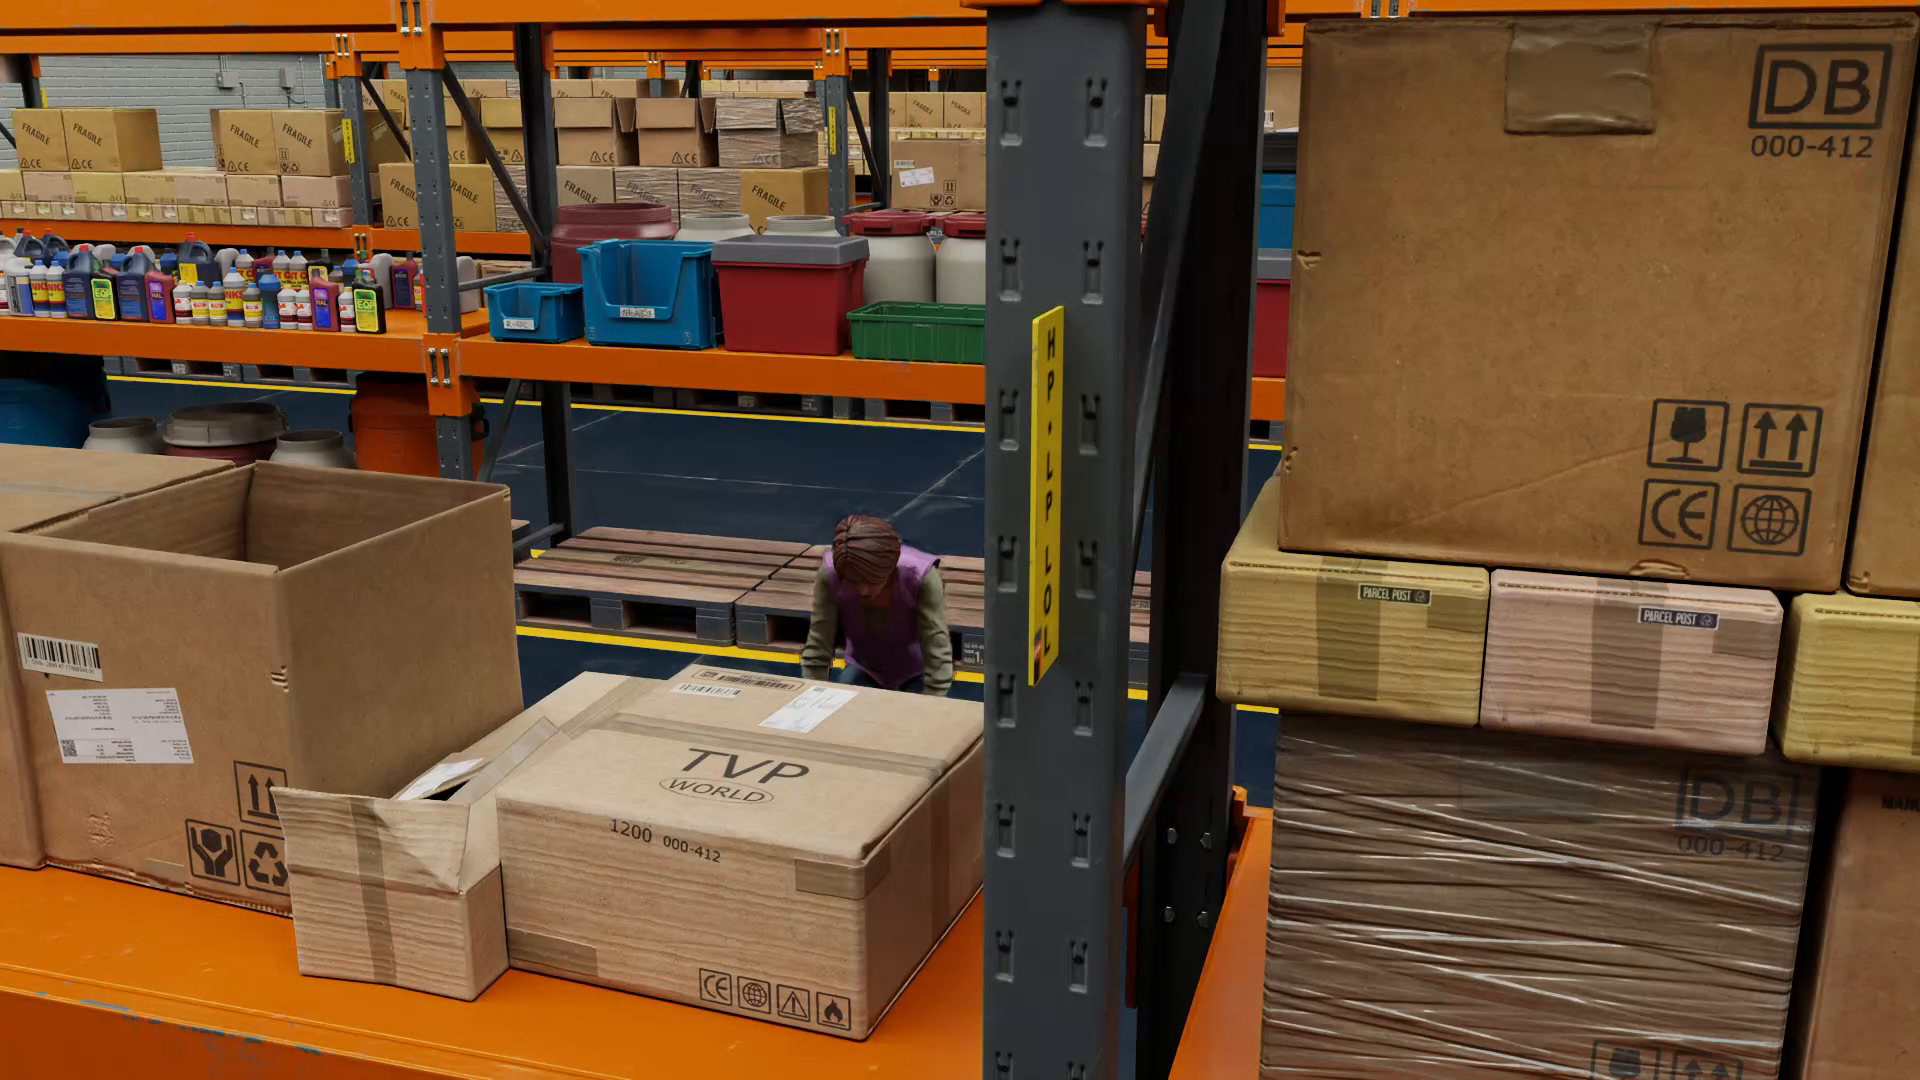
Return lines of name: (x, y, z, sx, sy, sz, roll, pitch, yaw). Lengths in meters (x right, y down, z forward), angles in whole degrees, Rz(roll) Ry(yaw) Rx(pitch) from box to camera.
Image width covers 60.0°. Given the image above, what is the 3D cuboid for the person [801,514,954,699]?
person: (-0.209, 0.478, 5.004, 0.462, 1.227, 0.688, 5, 16, 16)
